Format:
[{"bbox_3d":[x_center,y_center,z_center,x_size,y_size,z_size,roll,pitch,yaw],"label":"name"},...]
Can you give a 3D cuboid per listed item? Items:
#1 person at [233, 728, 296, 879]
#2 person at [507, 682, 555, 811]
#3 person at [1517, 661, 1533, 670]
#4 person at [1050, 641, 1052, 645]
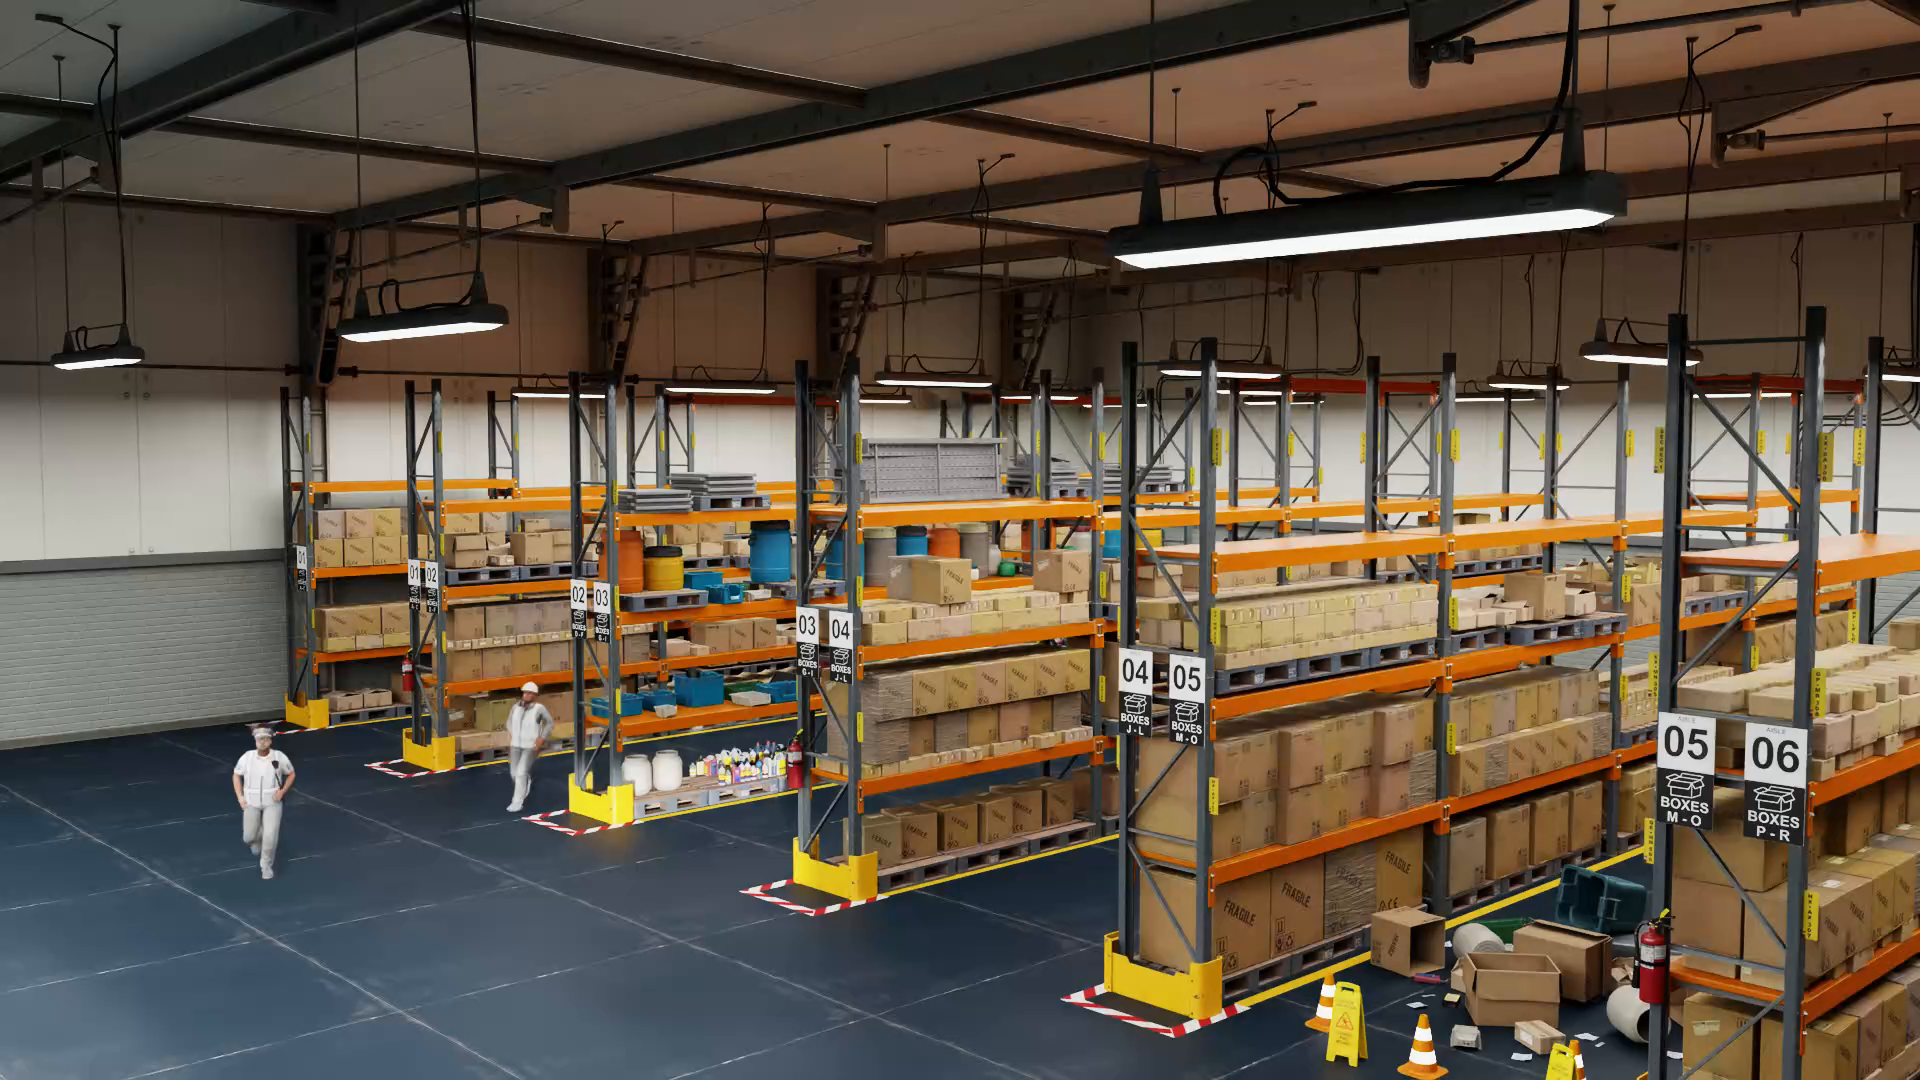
[{"bbox_3d":[-8.179,3.059,19.559,0.683,1.747,0.659,-1,4,-15],"label":"person"},{"bbox_3d":[-5.947,2.826,23.054,0.693,1.750,0.662,1,4,13],"label":"person"},{"bbox_3d":[8.941,2.694,26.166,0.669,1.626,0.596,-3,5,-40],"label":"person"},{"bbox_3d":[1.643,2.372,30.926,0.562,1.654,0.687,3,5,42],"label":"person"}]
